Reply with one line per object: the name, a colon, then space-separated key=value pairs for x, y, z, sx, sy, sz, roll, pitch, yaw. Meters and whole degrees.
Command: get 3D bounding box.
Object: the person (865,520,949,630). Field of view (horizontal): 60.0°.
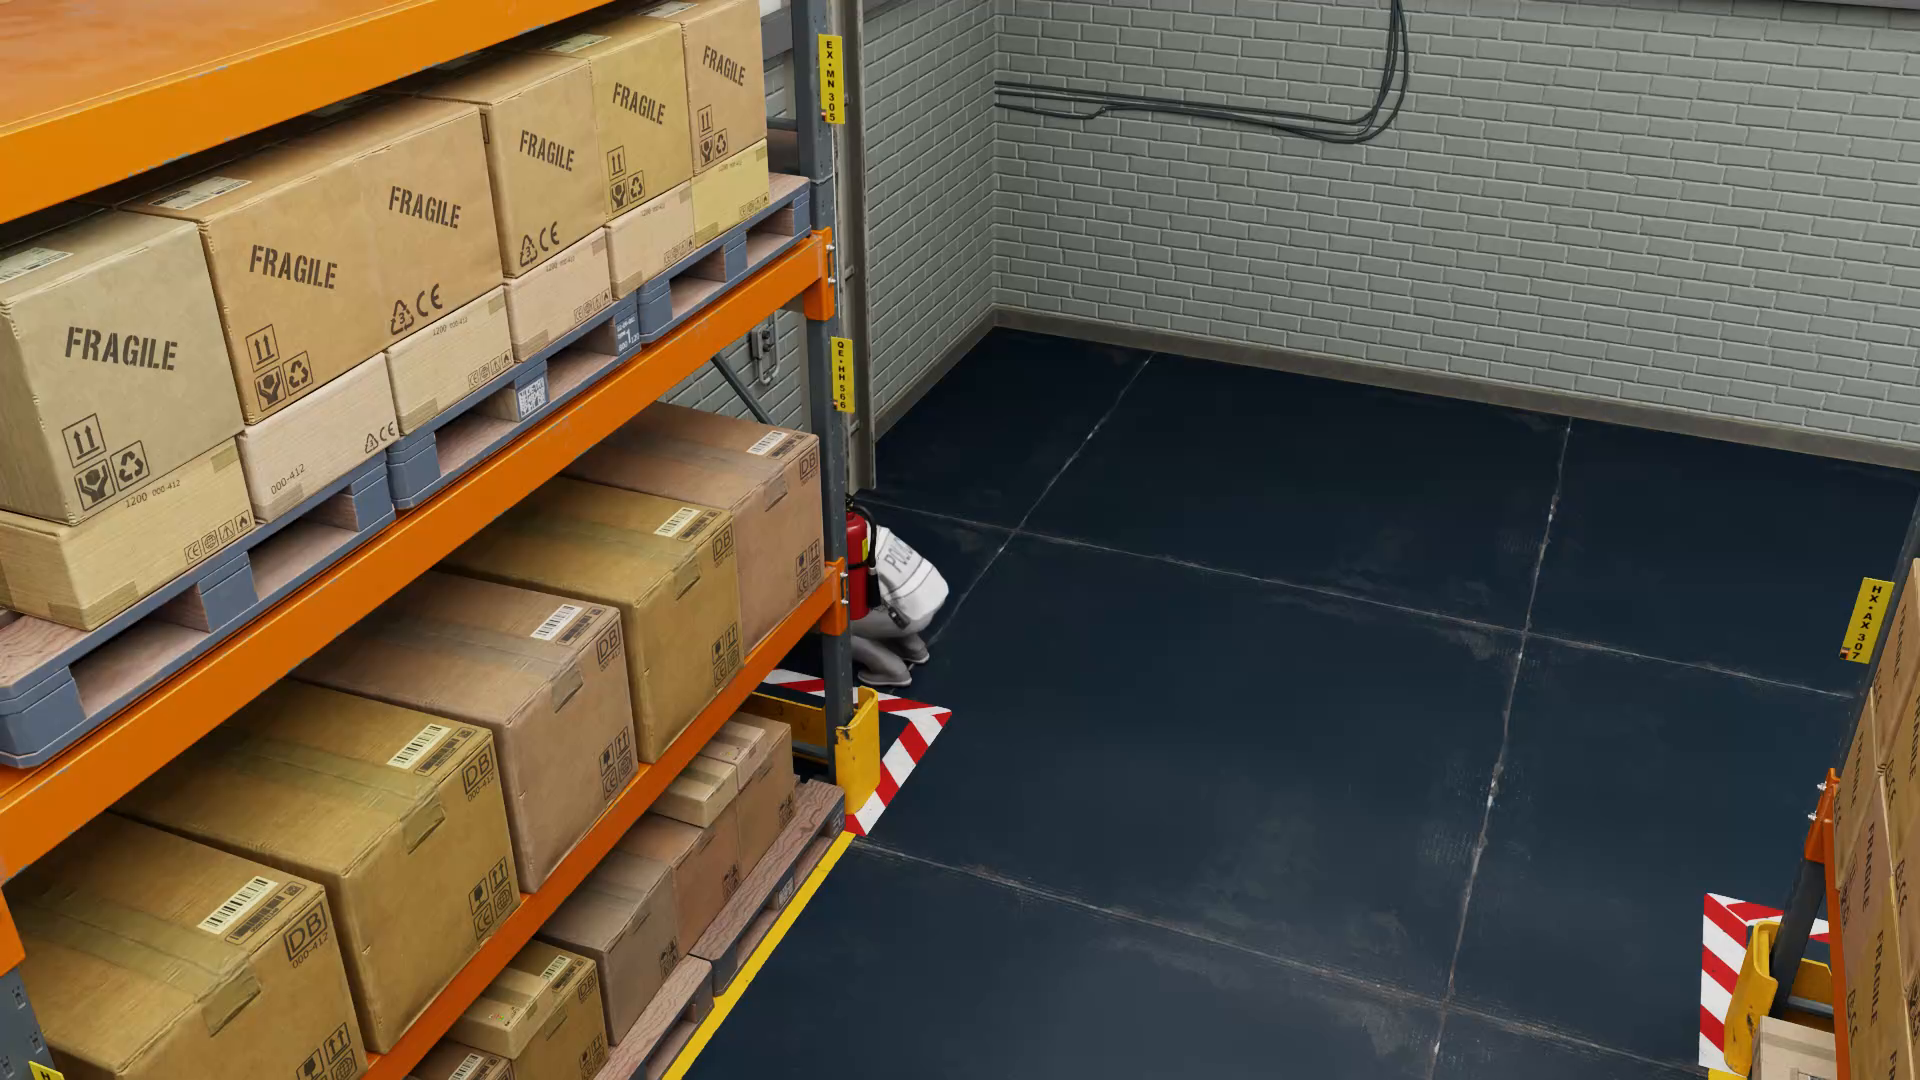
person: x=-0.502 y=0.189 z=8.624 sx=0.871 sy=0.762 sz=0.446 roll=11 pitch=32 yaw=18
